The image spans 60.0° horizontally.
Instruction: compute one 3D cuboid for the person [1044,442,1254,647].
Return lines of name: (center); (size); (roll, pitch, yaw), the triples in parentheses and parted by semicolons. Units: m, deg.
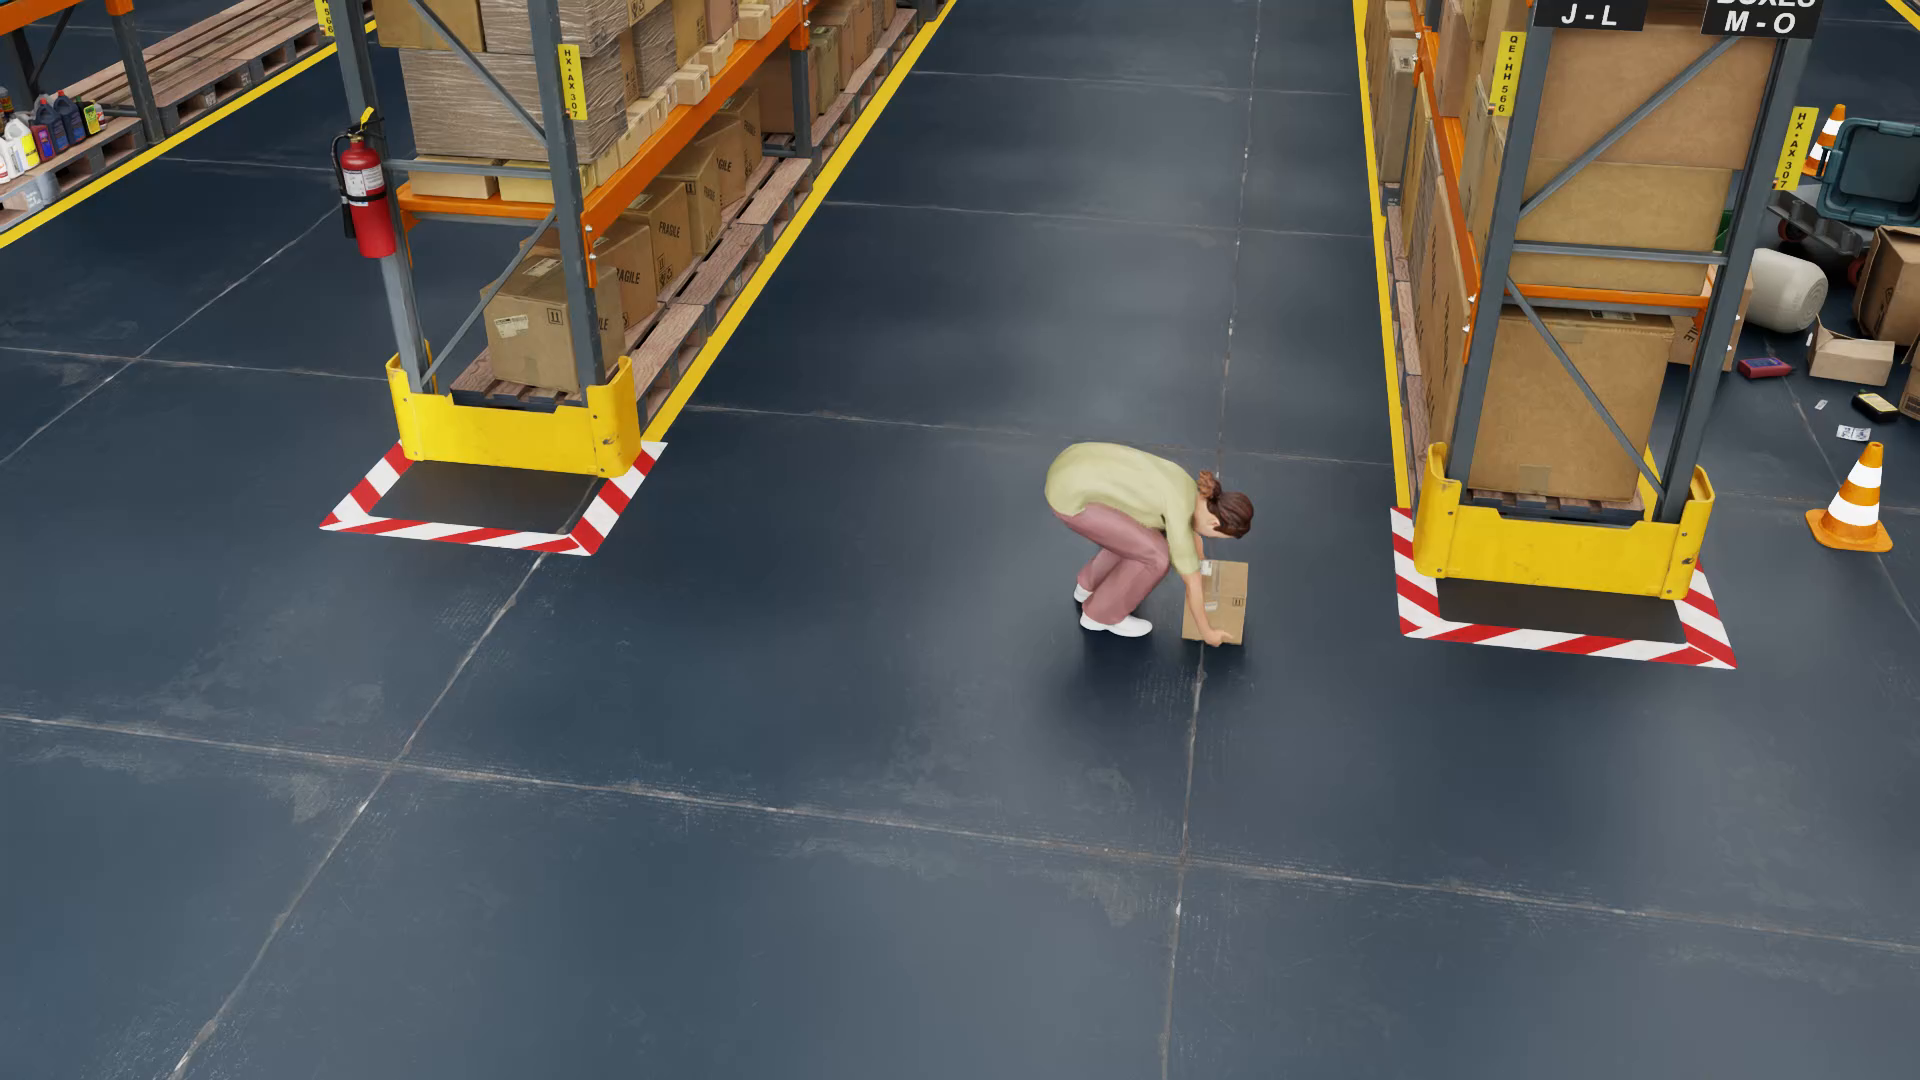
person: (0.780, -0.005, 6.962); (0.857, 0.827, 0.470); (4, 33, 6)
